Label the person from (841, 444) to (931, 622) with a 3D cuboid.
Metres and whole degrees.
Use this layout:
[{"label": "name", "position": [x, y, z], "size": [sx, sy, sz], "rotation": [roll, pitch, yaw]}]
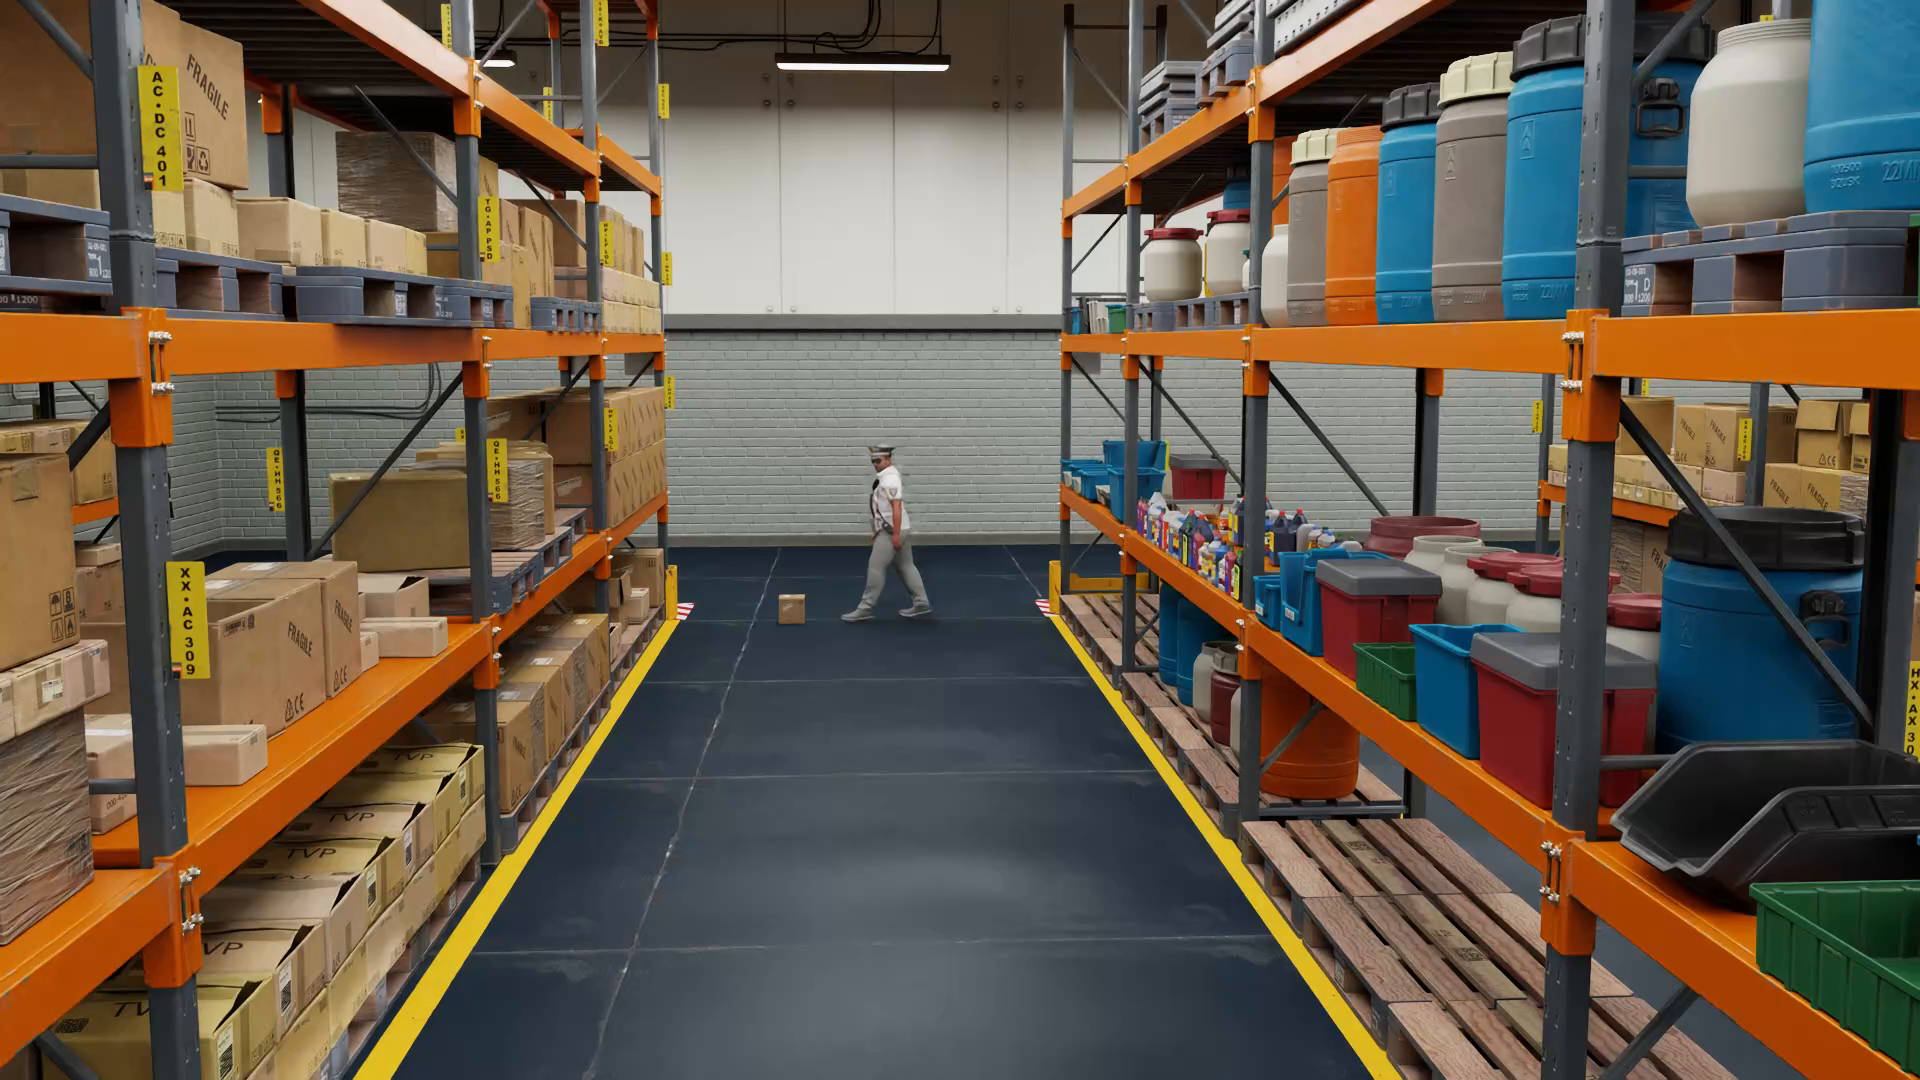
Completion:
[{"label": "person", "position": [-0.723, -0.083, 16.325], "size": [0.879, 1.711, 0.549], "rotation": [0, 7, 0]}]
